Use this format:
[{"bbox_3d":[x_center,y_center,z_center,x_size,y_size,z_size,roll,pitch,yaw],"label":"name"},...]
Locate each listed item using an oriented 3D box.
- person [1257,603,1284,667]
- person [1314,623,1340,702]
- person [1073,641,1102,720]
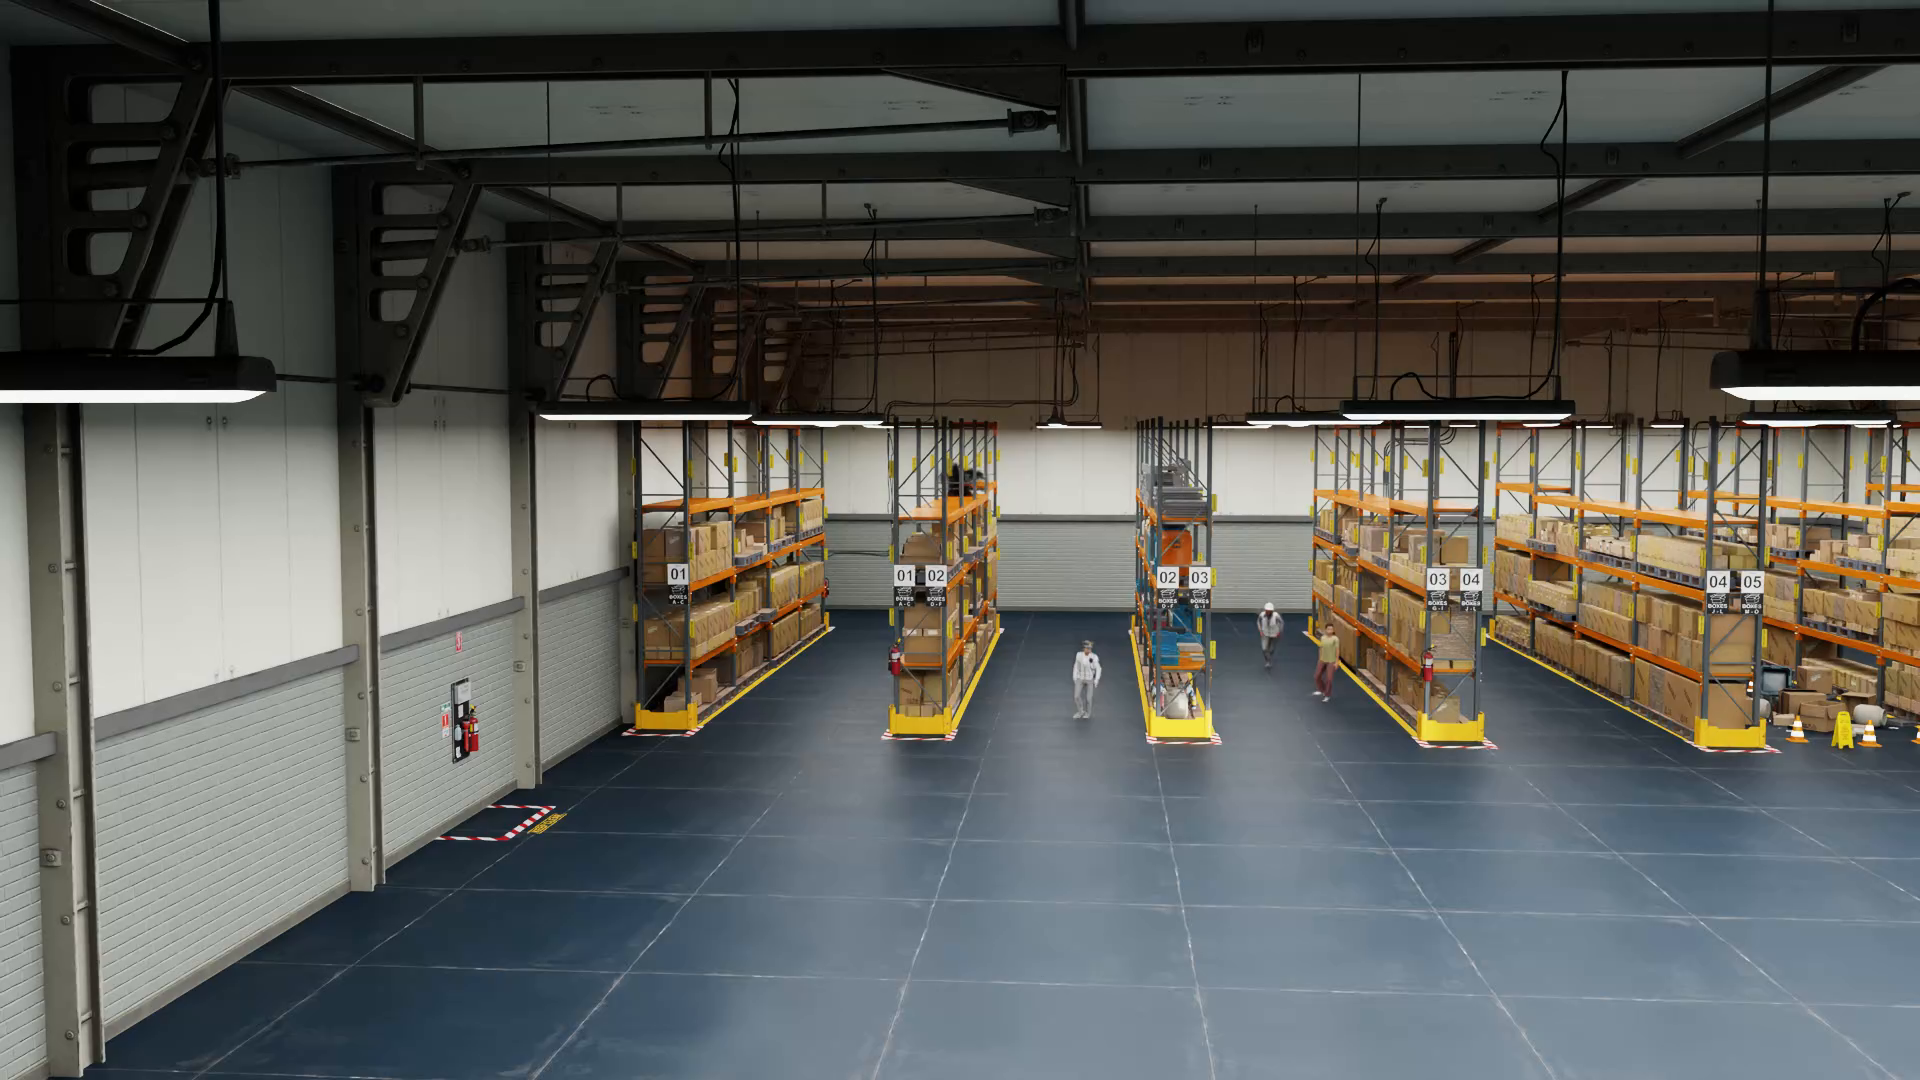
[{"bbox_3d":[7.540,2.291,40.381,0.664,1.592,1.012,1,4,13],"label":"person"},{"bbox_3d":[7.793,2.594,35.315,0.578,1.694,0.444,3,5,35],"label":"person"},{"bbox_3d":[2.513,2.768,32.915,0.604,1.587,0.694,1,4,11],"label":"person"}]
